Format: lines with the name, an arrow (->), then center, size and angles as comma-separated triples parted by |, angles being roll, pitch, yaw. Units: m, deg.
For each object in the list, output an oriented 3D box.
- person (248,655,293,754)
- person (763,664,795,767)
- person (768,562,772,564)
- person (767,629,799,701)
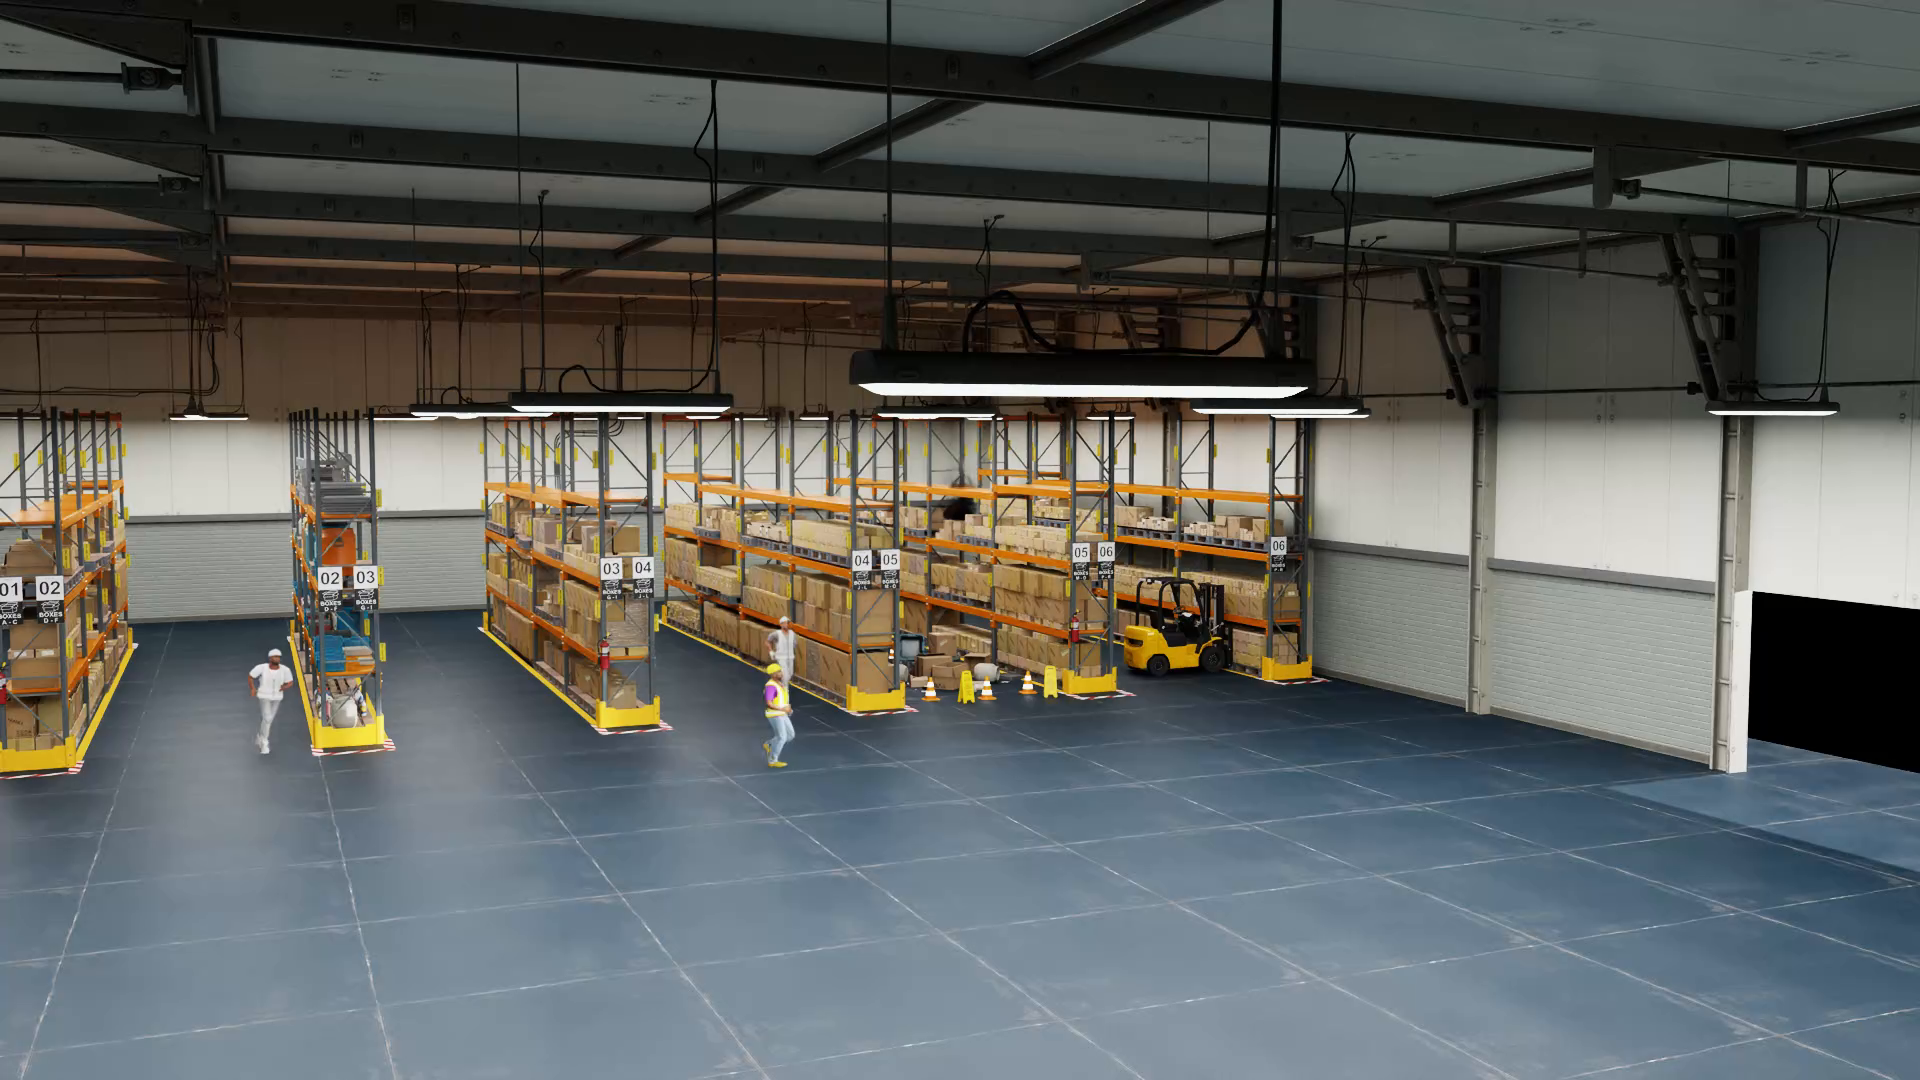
person -> -12.090, 2.835, 29.214 | 0.680, 1.769, 0.727 | -4, 6, -45
person -> -3.035, 2.920, 27.751 | 0.587, 1.723, 0.747 | 1, 4, 9
person -> -5.397, 1.544, 47.254 | 0.687, 1.832, 0.822 | -2, 5, -30
person -> -3.554, 2.518, 33.746 | 0.622, 1.458, 0.740 | -3, 5, -34
